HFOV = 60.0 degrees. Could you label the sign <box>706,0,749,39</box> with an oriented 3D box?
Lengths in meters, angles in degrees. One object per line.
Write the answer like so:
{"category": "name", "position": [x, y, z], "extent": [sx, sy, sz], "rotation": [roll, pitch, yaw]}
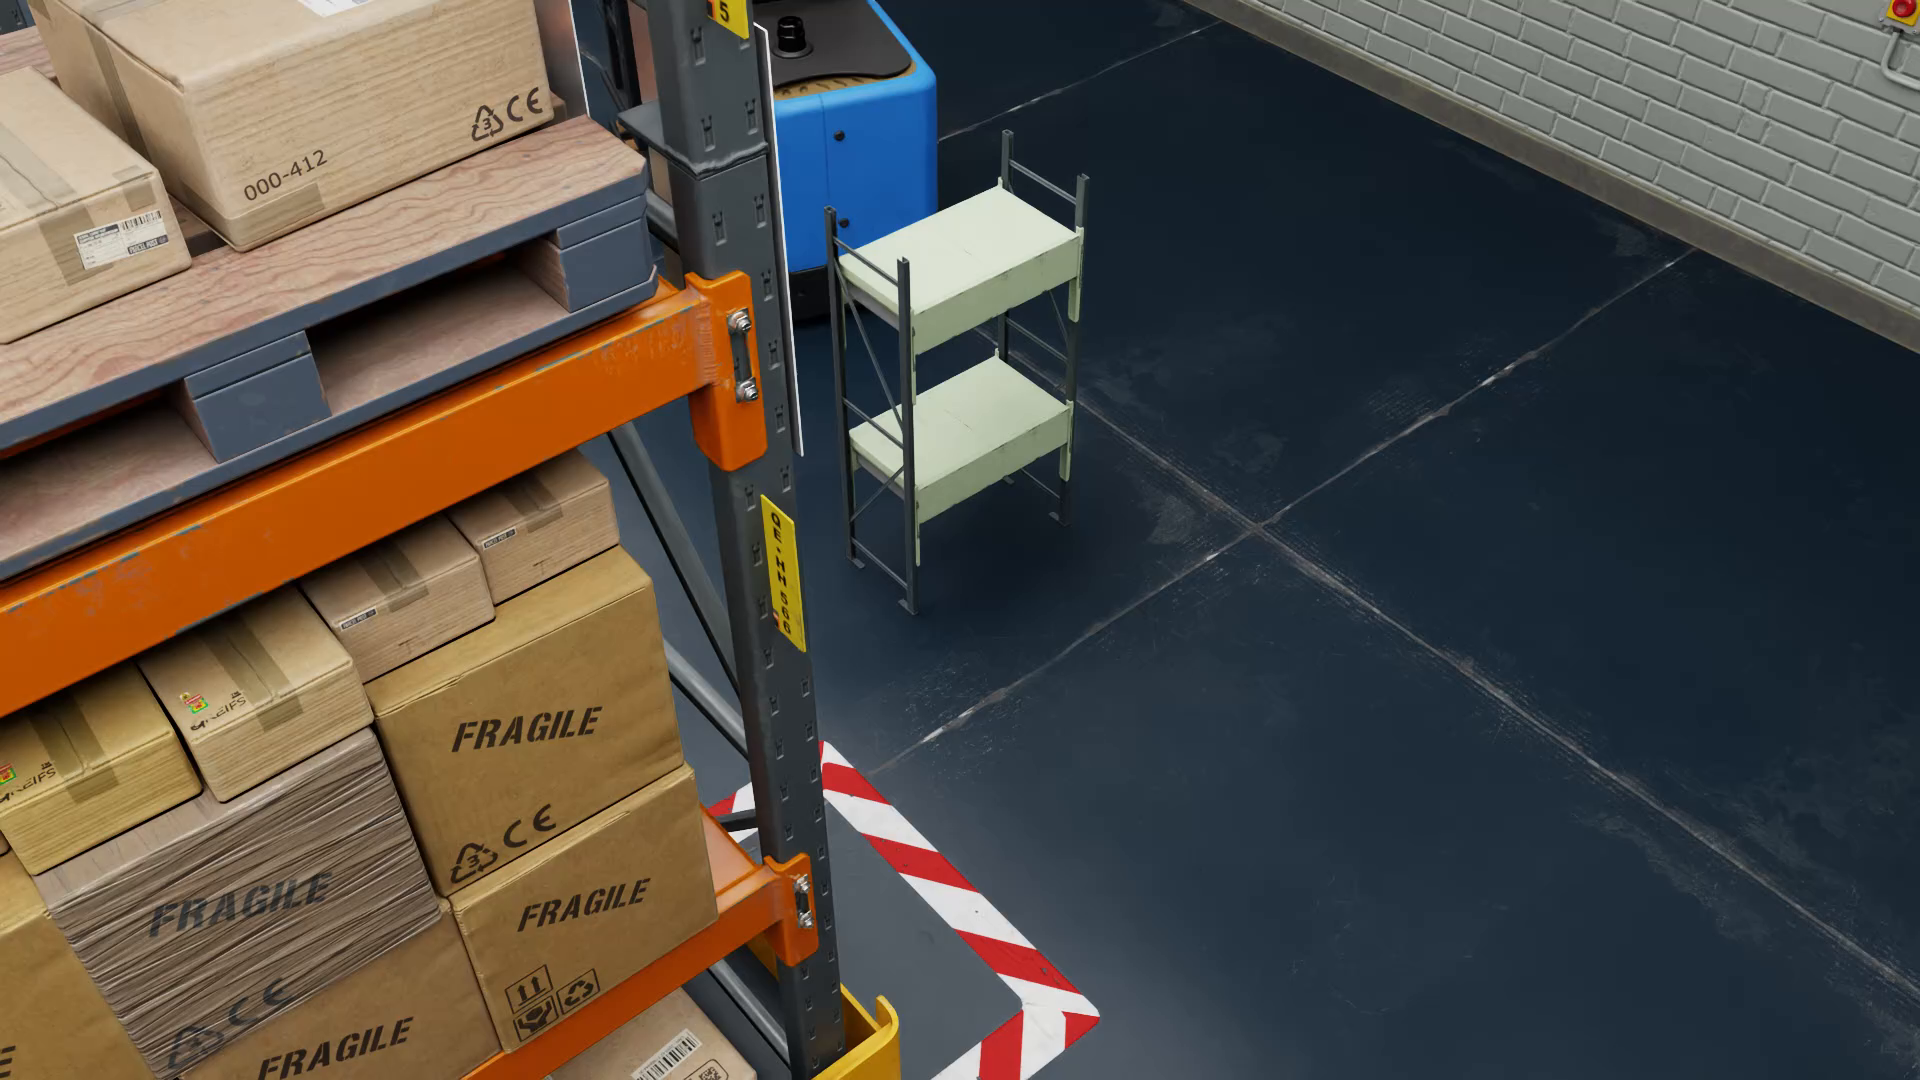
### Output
{"category": "sign", "position": [-0.317, -0.816, 2.148], "extent": [0.005, 0.325, 0.100], "rotation": [-30, 51, -28]}

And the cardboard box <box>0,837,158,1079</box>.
{"category": "cardboard box", "position": [-1.635, 0.677, 2.535], "extent": [0.500, 0.500, 0.500], "rotation": [-30, 51, -28]}

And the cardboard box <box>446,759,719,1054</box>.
{"category": "cardboard box", "position": [-0.854, 0.595, 3.353], "extent": [0.500, 0.500, 0.500], "rotation": [-30, 51, -28]}

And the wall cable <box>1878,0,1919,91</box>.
{"category": "wall cable", "position": [3.656, -2.590, 6.052], "extent": [0.123, 1.953, 0.585], "rotation": [-30, 51, -28]}

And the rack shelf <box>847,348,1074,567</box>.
{"category": "rack shelf", "position": [-0.005, -0.306, 5.957], "extent": [0.720, 0.370, 0.431], "rotation": [-30, 51, -28]}

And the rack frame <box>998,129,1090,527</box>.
{"category": "rack frame", "position": [0.276, -0.705, 5.905], "extent": [0.023, 1.500, 0.400], "rotation": [-30, 51, -28]}

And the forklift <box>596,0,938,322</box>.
{"category": "forklift", "position": [-1.097, -2.966, 7.268], "extent": [1.130, 2.935, 3.031], "rotation": [-15, 45, -16]}

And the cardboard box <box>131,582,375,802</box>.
{"category": "cardboard box", "position": [-1.124, 0.188, 2.582], "extent": [0.250, 0.149, 0.380], "rotation": [-30, 51, -28]}

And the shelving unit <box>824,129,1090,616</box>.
{"category": "shelving unit", "position": [-0.005, -0.544, 5.733], "extent": [0.755, 1.500, 0.431], "rotation": [-30, 51, -28]}

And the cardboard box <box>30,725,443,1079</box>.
{"category": "cardboard box", "position": [-1.253, 0.461, 2.764], "extent": [0.500, 0.500, 0.500], "rotation": [-30, 51, -28]}

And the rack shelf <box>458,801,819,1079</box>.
{"category": "rack shelf", "position": [-2.188, 1.421, 3.071], "extent": [4.000, 0.370, 1.077], "rotation": [-30, 51, -28]}

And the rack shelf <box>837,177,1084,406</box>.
{"category": "rack shelf", "position": [-0.005, -0.828, 5.466], "extent": [0.720, 0.370, 0.431], "rotation": [-30, 51, -28]}

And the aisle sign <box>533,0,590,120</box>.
{"category": "aisle sign", "position": [-0.785, -0.851, 3.066], "extent": [0.004, 0.787, 0.394], "rotation": [-30, 51, -28]}

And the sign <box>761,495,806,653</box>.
{"category": "sign", "position": [-0.317, 0.063, 2.973], "extent": [0.005, 0.325, 0.100], "rotation": [-30, 51, -28]}

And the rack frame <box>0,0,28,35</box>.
{"category": "rack frame", "position": [-3.908, -2.275, 6.481], "extent": [0.127, 3.000, 1.000], "rotation": [-30, 51, -28]}

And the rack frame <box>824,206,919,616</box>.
{"category": "rack frame", "position": [-0.286, -0.383, 5.562], "extent": [0.023, 1.500, 0.400], "rotation": [-30, 51, -28]}

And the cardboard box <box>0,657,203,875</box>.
{"category": "cardboard box", "position": [-1.344, 0.277, 2.487], "extent": [0.250, 0.149, 0.380], "rotation": [-29, 50, -27]}

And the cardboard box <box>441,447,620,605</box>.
{"category": "cardboard box", "position": [-0.801, -0.094, 2.882], "extent": [0.250, 0.149, 0.380], "rotation": [-29, 50, -27]}

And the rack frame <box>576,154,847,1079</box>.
{"category": "rack frame", "position": [-0.654, 0.280, 3.760], "extent": [0.127, 3.000, 1.000], "rotation": [-30, 51, -28]}

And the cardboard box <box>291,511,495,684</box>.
{"category": "cardboard box", "position": [-0.980, 0.030, 2.750], "extent": [0.250, 0.149, 0.380], "rotation": [-29, 50, -27]}

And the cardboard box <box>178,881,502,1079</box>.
{"category": "cardboard box", "position": [-1.249, 0.807, 3.126], "extent": [0.500, 0.500, 0.500], "rotation": [-31, 51, -29]}

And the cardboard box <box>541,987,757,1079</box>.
{"category": "cardboard box", "position": [-1.096, 1.404, 4.129], "extent": [0.875, 0.438, 0.875], "rotation": [-32, 52, -29]}

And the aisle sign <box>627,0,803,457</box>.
{"category": "aisle sign", "position": [-0.400, -0.536, 2.731], "extent": [0.004, 0.787, 0.394], "rotation": [-30, 51, -28]}

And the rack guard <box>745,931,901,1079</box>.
{"category": "rack guard", "position": [-0.636, 1.181, 4.627], "extent": [0.348, 0.500, 1.175], "rotation": [-30, 51, -28]}

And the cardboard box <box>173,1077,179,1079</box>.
{"category": "cardboard box", "position": [-1.637, 1.038, 2.880], "extent": [0.500, 0.500, 0.500], "rotation": [-28, 50, -27]}

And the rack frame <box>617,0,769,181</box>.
{"category": "rack frame", "position": [-0.654, -1.906, 1.707], "extent": [0.127, 3.000, 1.000], "rotation": [-30, 51, -28]}

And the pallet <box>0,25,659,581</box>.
{"category": "pallet", "position": [-1.216, -0.449, 2.411], "extent": [1.213, 0.211, 1.003], "rotation": [-30, 51, -28]}

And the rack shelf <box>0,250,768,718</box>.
{"category": "rack shelf", "position": [-2.188, 0.328, 2.044], "extent": [4.000, 0.370, 1.077], "rotation": [-30, 51, -28]}

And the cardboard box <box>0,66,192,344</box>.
{"category": "cardboard box", "position": [-1.212, -0.440, 2.140], "extent": [0.250, 0.149, 0.380], "rotation": [-34, 53, -31]}

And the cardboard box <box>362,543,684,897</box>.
{"category": "cardboard box", "position": [-0.871, 0.216, 3.025], "extent": [0.500, 0.500, 0.500], "rotation": [-28, 50, -27]}

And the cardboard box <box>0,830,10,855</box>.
{"category": "cardboard box", "position": [-1.590, 0.354, 2.405], "extent": [0.250, 0.149, 0.380], "rotation": [-30, 51, -28]}

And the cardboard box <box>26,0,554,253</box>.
{"category": "cardboard box", "position": [-0.942, -0.703, 2.346], "extent": [0.500, 0.250, 0.500], "rotation": [34, 53, 31]}
